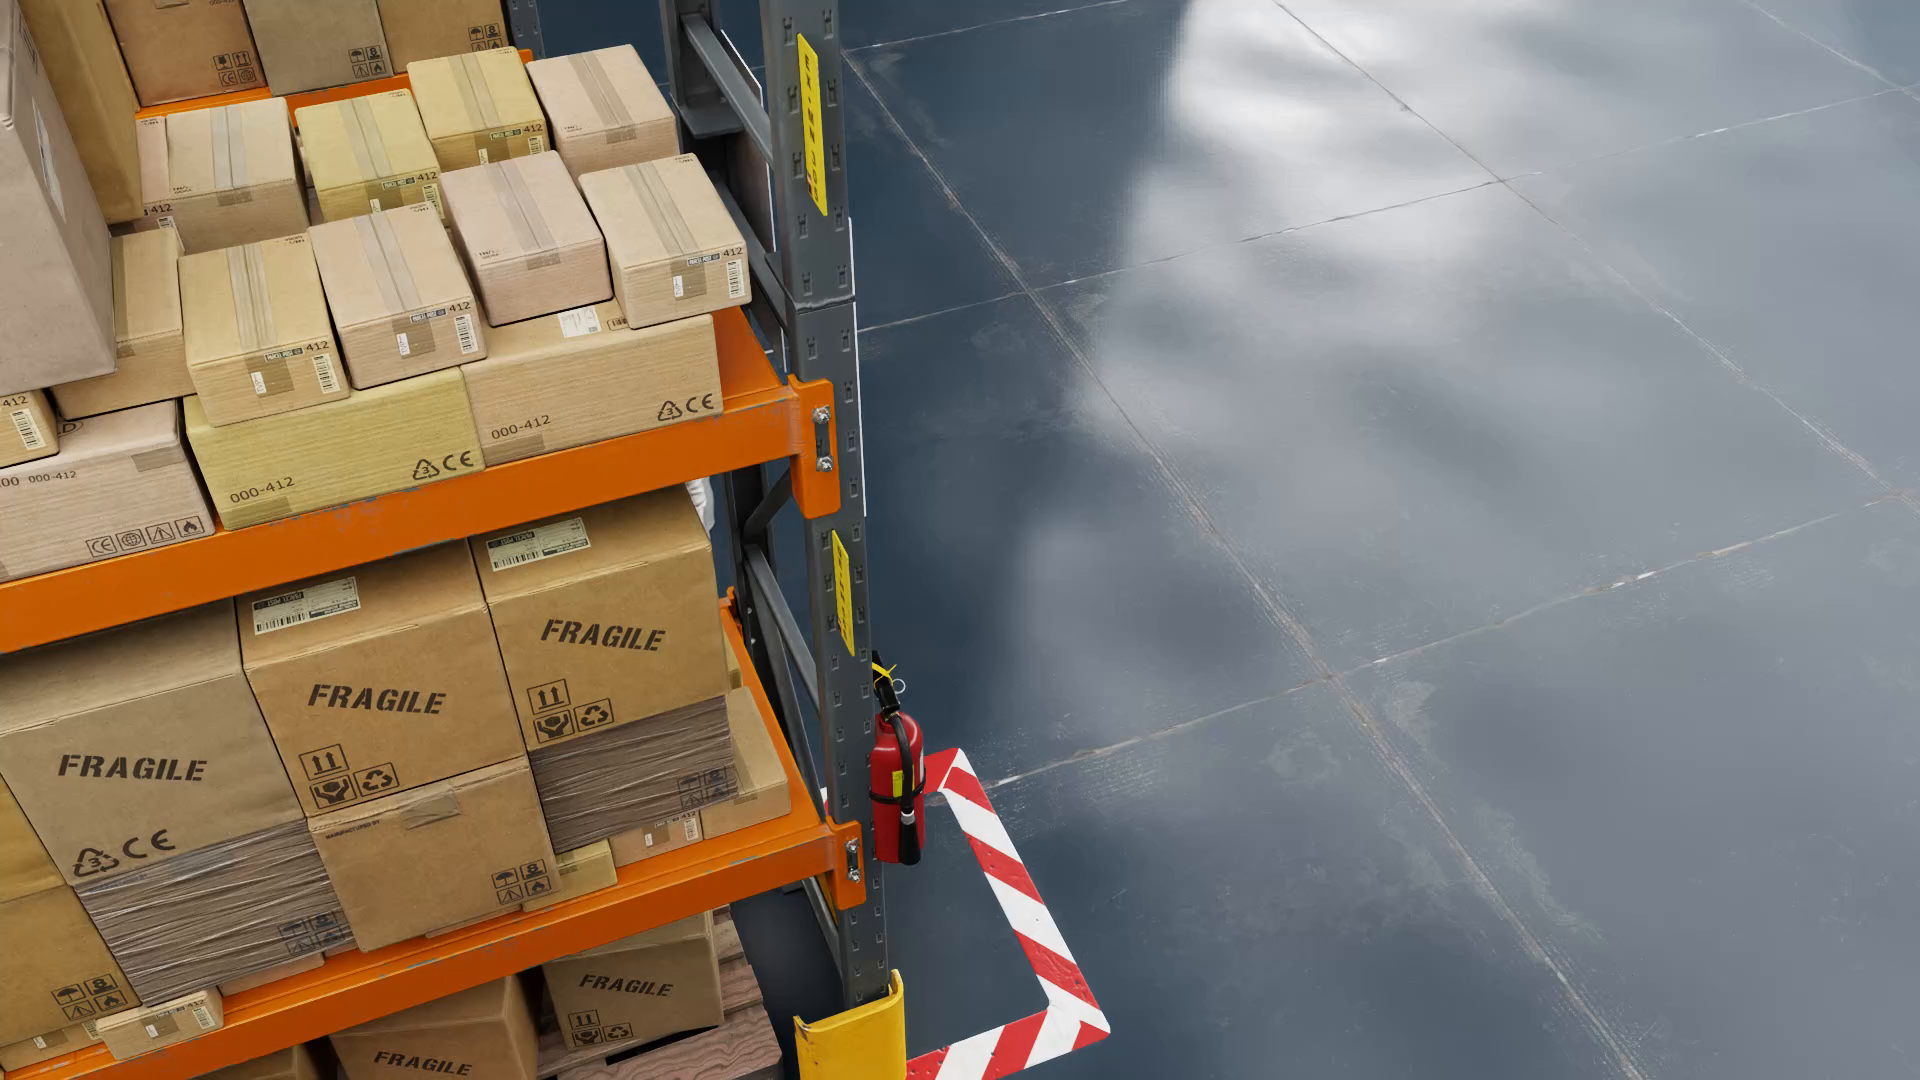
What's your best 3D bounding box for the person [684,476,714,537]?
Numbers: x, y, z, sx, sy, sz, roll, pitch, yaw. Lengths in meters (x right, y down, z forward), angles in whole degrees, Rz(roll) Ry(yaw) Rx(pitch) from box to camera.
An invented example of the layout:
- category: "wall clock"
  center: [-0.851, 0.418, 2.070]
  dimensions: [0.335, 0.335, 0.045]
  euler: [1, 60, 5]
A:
- category: "person"
  center: [-1.110, -0.067, 6.242]
  dimensions: [0.345, 1.593, 0.481]
  euler: [-30, 50, -29]
